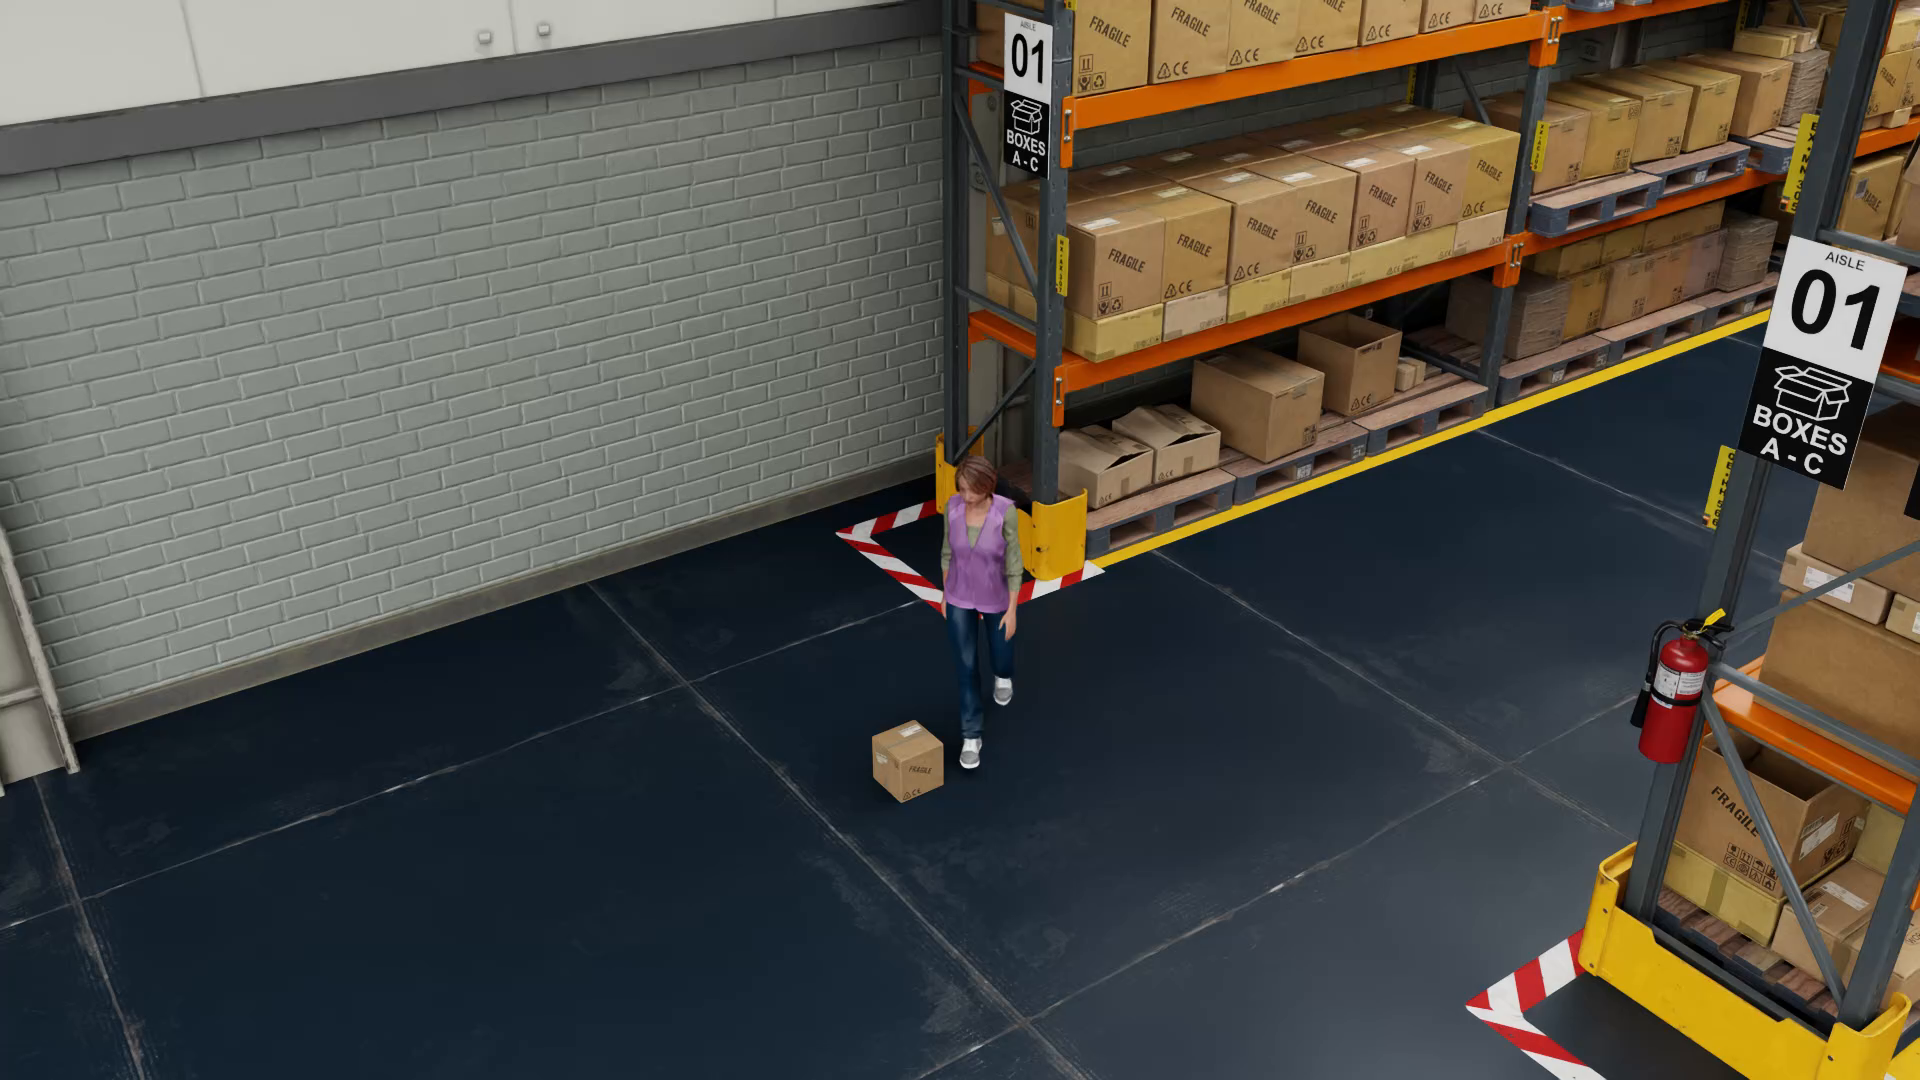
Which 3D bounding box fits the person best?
[{"bbox_3d":[0.111,0.282,8.124,0.420,1.583,0.724,5,29,9],"label":"person"}]
